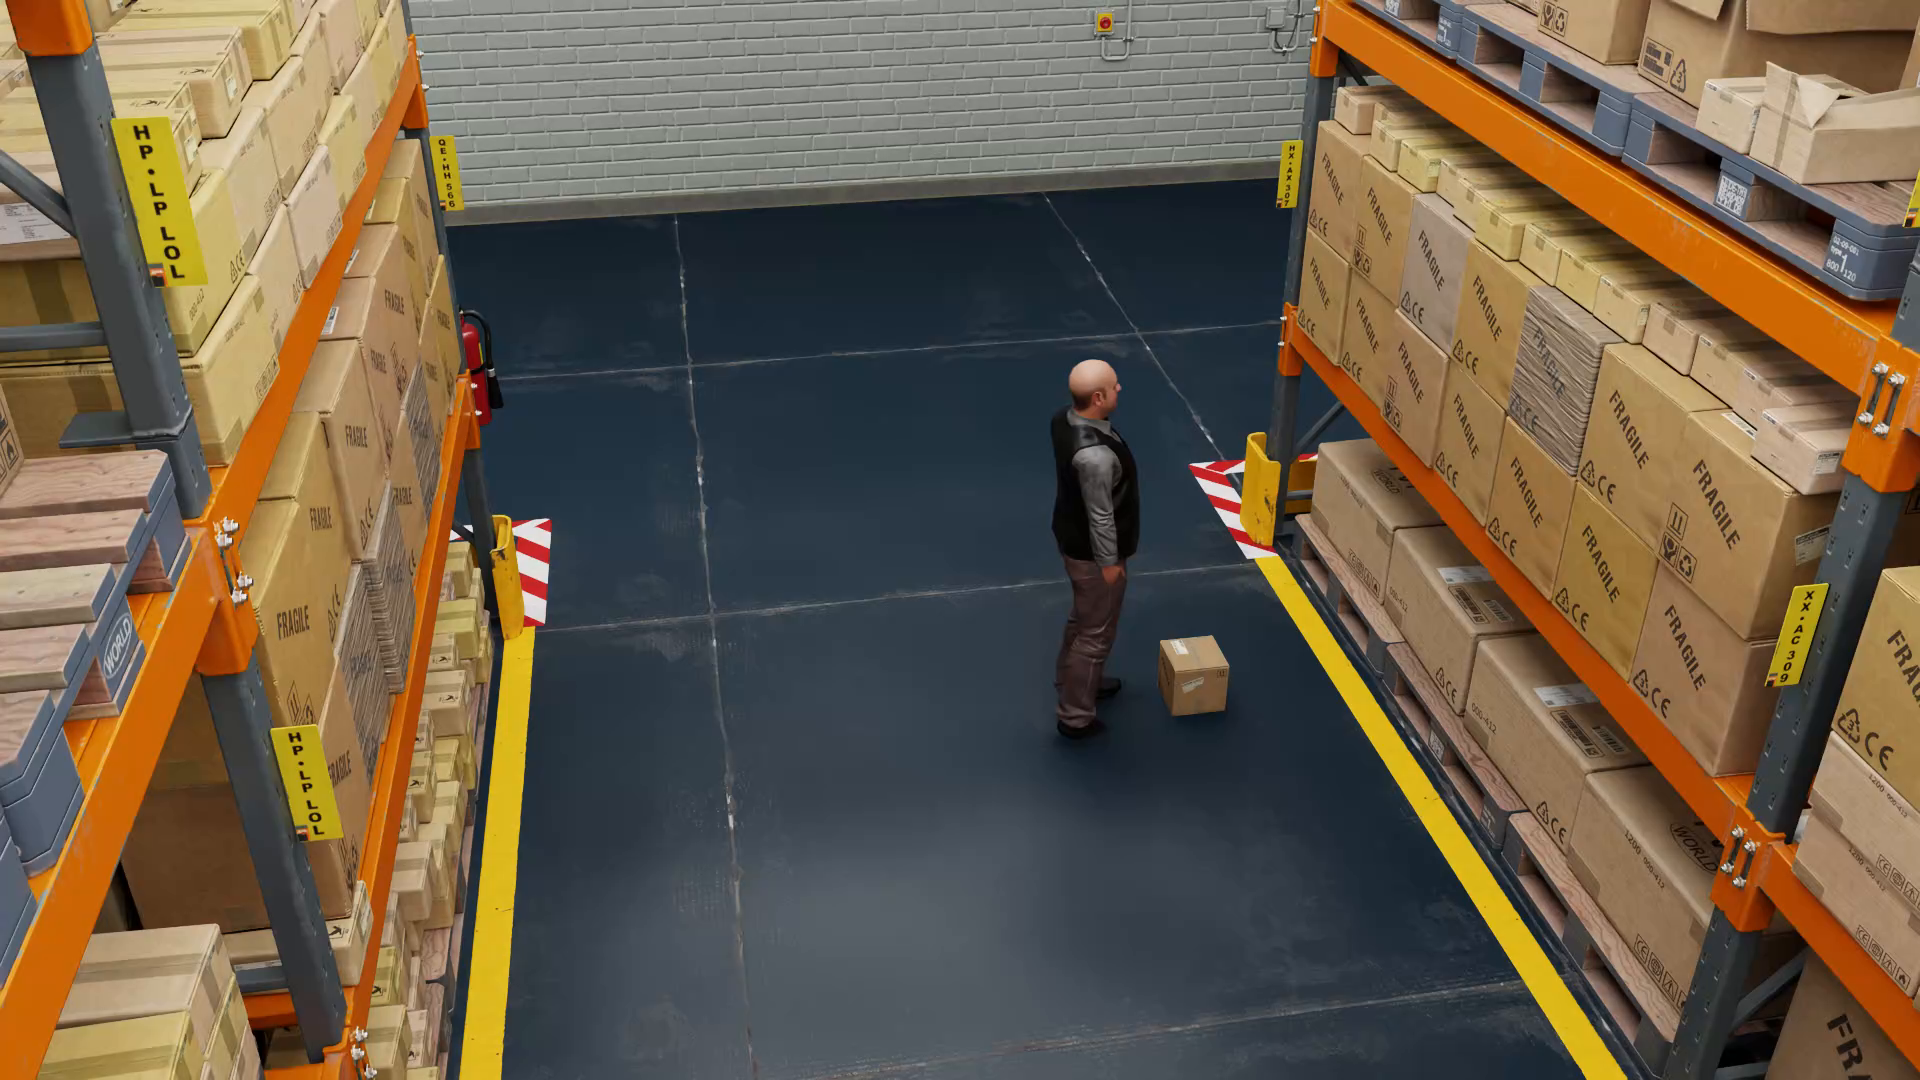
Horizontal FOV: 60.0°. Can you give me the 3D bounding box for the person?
[{"bbox_3d":[0.577,0.041,7.141,0.372,1.768,0.533,-5,31,-8],"label":"person"}]
